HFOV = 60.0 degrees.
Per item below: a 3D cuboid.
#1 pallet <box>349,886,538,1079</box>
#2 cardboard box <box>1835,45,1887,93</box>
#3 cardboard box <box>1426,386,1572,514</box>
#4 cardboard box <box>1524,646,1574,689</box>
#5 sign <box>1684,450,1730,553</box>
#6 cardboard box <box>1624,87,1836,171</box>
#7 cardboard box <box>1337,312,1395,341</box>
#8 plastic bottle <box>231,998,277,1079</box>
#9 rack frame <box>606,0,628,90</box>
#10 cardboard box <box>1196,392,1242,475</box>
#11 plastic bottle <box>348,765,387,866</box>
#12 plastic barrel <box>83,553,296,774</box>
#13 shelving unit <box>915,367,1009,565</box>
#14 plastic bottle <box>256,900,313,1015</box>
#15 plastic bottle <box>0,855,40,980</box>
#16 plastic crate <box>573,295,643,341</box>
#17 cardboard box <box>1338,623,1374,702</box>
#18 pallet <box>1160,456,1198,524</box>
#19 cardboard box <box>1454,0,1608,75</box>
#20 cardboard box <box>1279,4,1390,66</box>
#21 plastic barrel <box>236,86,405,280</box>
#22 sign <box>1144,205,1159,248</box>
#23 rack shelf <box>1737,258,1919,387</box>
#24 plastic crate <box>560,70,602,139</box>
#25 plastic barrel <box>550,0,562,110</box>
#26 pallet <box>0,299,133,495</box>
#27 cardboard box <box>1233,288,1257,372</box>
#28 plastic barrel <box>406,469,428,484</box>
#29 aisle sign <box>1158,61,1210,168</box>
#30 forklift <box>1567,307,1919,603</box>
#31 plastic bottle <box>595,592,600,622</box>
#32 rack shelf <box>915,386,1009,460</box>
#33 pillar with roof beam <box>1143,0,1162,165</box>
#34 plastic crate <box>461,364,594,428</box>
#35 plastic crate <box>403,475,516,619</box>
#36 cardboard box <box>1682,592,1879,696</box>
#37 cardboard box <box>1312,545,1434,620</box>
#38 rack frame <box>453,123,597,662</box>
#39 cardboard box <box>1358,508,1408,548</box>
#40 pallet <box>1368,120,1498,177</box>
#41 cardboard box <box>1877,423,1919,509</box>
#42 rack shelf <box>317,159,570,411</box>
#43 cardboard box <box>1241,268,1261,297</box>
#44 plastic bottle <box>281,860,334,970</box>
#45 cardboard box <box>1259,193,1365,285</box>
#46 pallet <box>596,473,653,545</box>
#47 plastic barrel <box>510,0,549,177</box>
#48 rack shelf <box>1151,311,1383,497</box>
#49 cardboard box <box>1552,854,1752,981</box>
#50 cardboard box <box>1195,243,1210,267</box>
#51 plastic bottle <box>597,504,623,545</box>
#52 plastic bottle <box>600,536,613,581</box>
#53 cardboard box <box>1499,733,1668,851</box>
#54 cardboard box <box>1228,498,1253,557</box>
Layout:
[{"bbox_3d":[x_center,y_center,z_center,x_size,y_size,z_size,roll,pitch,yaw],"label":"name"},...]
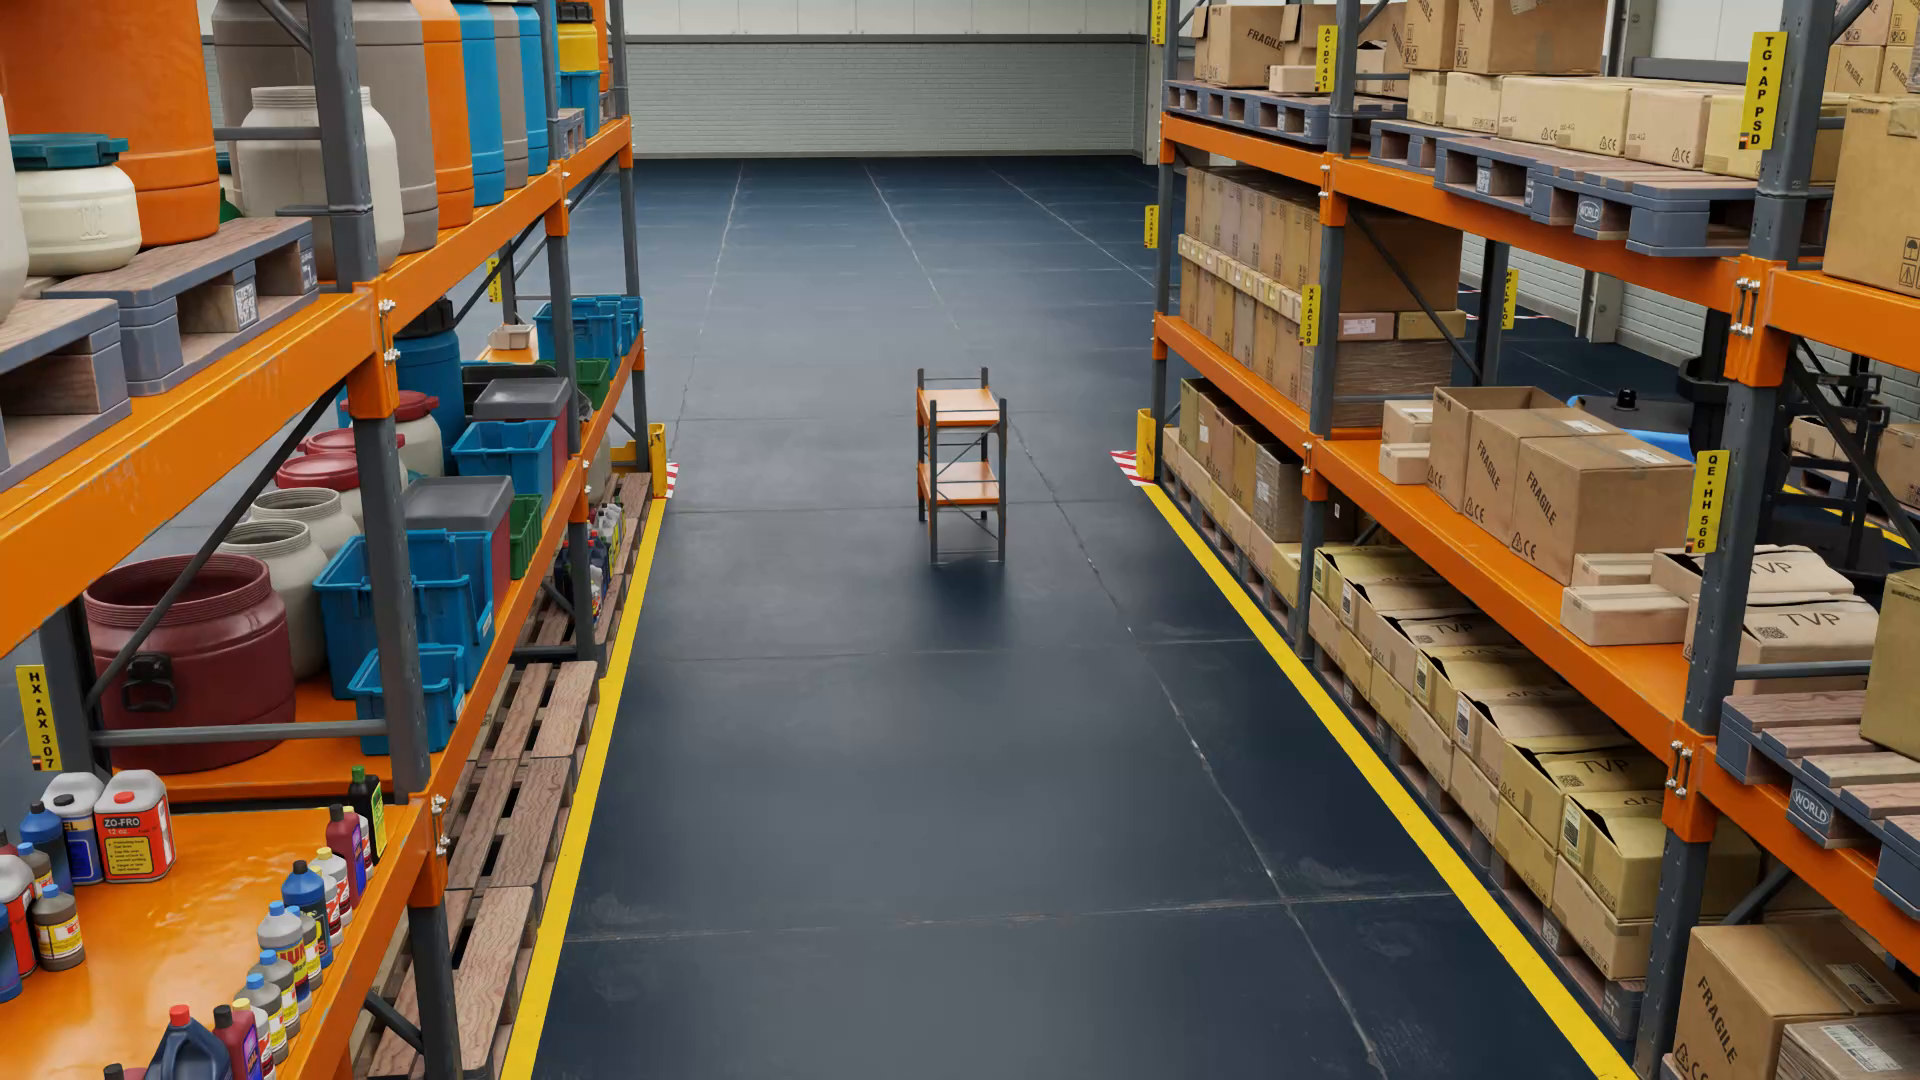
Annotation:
[{"bbox_3d":[-2.124,1.669,6.010,1.003,0.211,1.213,-2,18,-6],"label":"pallet"},{"bbox_3d":[6.752,-3.339,12.097,0.500,0.500,0.500,-1,17,-2],"label":"cardboard box"},{"bbox_3d":[2.550,-0.435,7.887,0.500,0.500,0.500,-1,17,-2],"label":"cardboard box"},{"bbox_3d":[2.916,0.636,7.597,0.500,0.311,0.500,-2,18,-6],"label":"cardboard box"},{"bbox_3d":[2.293,-0.116,5.106,0.100,0.325,0.005,-2,18,-6],"label":"sign"},{"bbox_3d":[2.670,-1.431,5.768,0.500,0.250,0.500,-1,17,-4],"label":"cardboard box"},{"bbox_3d":[2.191,-1.205,9.258,0.380,0.149,0.250,-2,18,-6],"label":"cardboard box"},{"bbox_3d":[-1.529,1.079,3.564,0.097,0.201,0.097,0,17,0],"label":"plastic bottle"},{"bbox_3d":[-2.908,-4.675,11.546,1.000,3.000,0.127,-2,18,-6],"label":"rack frame"},{"bbox_3d":[1.972,-0.747,11.687,0.500,0.500,0.500,-2,18,-6],"label":"cardboard box"},{"bbox_3d":[-1.616,0.733,4.528,0.061,0.283,0.133,-2,18,-6],"label":"plastic bottle"},{"bbox_3d":[-2.432,0.376,5.243,0.600,0.536,0.708,-2,18,-6],"label":"plastic barrel"},{"bbox_3d":[0.001,-0.535,11.502,0.538,1.125,1.048,-2,18,-6],"label":"shelving unit"},{"bbox_3d":[-1.559,0.959,3.830,0.097,0.271,0.097,0,17,0],"label":"plastic bottle"},{"bbox_3d":[-2.312,0.906,3.990,0.152,0.276,0.135,-2,18,-6],"label":"plastic bottle"},{"bbox_3d":[-2.558,-1.602,12.022,0.499,0.251,0.616,-2,18,-6],"label":"plastic crate"},{"bbox_3d":[2.279,0.618,8.589,0.500,0.250,0.500,-1,17,-4],"label":"cardboard box"},{"bbox_3d":[2.140,-0.408,12.625,1.003,0.211,1.213,-2,18,-6],"label":"pallet"},{"bbox_3d":[2.538,-2.337,7.403,0.500,0.500,0.500,0,17,0],"label":"cardboard box"},{"bbox_3d":[2.388,-3.015,10.159,0.797,0.503,0.637,0,17,0],"label":"cardboard box"},{"bbox_3d":[-1.810,-1.016,4.712,0.421,0.512,0.421,0,17,0],"label":"plastic barrel"},{"bbox_3d":[1.467,-2.401,12.738,0.100,0.325,0.005,-2,18,-6],"label":"sign"},{"bbox_3d":[3.051,-0.074,3.097,1.077,0.370,4.000,-2,18,-6],"label":"rack shelf"},{"bbox_3d":[-2.411,-2.678,10.218,0.392,0.384,0.575,-2,18,-6],"label":"plastic crate"},{"bbox_3d":[-2.491,-2.792,9.017,0.600,0.901,0.708,-2,18,-6],"label":"plastic barrel"},{"bbox_3d":[-1.968,-0.147,2.446,1.003,0.211,1.213,-2,18,-6],"label":"pallet"},{"bbox_3d":[2.218,-1.412,11.001,0.700,0.500,0.500,-1,17,-4],"label":"cardboard box"},{"bbox_3d":[-2.511,-0.156,7.398,0.301,0.262,0.301,0,17,0],"label":"plastic barrel"},{"bbox_3d":[1.708,-3.216,12.572,0.394,0.787,0.004,-2,18,-6],"label":"aisle sign"},{"bbox_3d":[5.283,-1.047,10.117,3.031,2.935,1.130,8,19,24],"label":"forklift"},{"bbox_3d":[-2.102,0.365,9.444,0.097,0.201,0.097,0,17,0],"label":"plastic bottle"},{"bbox_3d":[0.001,-0.814,11.415,0.538,0.278,1.000,-2,18,-6],"label":"rack shelf"},{"bbox_3d":[0.503,-13.605,39.988,9.100,9.000,0.400,-2,18,-6],"label":"pillar with roof beam"},{"bbox_3d":[-2.423,-0.752,9.167,0.767,0.338,0.504,-2,18,-6],"label":"plastic crate"},{"bbox_3d":[-1.945,0.049,6.407,0.402,0.464,0.583,-2,18,-6],"label":"plastic crate"},{"bbox_3d":[2.851,0.351,5.700,0.500,0.311,0.500,-1,17,-2],"label":"cardboard box"},{"bbox_3d":[2.227,0.201,8.981,0.500,0.311,0.500,-2,18,-5],"label":"cardboard box"},{"bbox_3d":[-2.495,-0.621,8.649,1.000,3.000,0.127,-2,18,-6],"label":"rack frame"},{"bbox_3d":[2.696,-0.167,9.840,0.500,0.500,0.500,-2,18,-6],"label":"cardboard box"},{"bbox_3d":[2.536,-1.851,7.876,0.805,0.209,1.217,-2,18,-8],"label":"pallet"},{"bbox_3d":[7.013,-0.538,11.821,0.700,0.500,0.500,-3,18,-9],"label":"cardboard box"},{"bbox_3d":[-2.289,-1.114,6.409,1.077,0.370,4.000,-2,18,-6],"label":"rack shelf"},{"bbox_3d":[2.031,-1.662,10.714,0.380,0.149,0.250,-1,17,-4],"label":"cardboard box"},{"bbox_3d":[-1.579,0.901,4.015,0.097,0.271,0.097,0,17,0],"label":"plastic bottle"},{"bbox_3d":[2.276,-1.872,10.299,0.700,0.500,0.500,-2,18,-6],"label":"cardboard box"},{"bbox_3d":[-2.775,-0.219,12.024,1.003,0.211,1.213,-2,18,-6],"label":"pallet"},{"bbox_3d":[-2.227,-2.147,7.663,0.600,0.901,0.708,-2,18,-6],"label":"plastic barrel"},{"bbox_3d":[2.226,-1.026,11.138,1.077,0.370,4.000,-2,18,-6],"label":"rack shelf"},{"bbox_3d":[2.548,1.381,6.161,0.500,0.250,0.500,-1,17,-4],"label":"cardboard box"},{"bbox_3d":[1.900,-2.046,11.936,0.380,0.149,0.250,-2,18,-5],"label":"cardboard box"},{"bbox_3d":[-2.283,-0.114,10.845,0.152,0.276,0.135,-2,18,-5],"label":"plastic bottle"},{"bbox_3d":[-2.161,0.105,10.137,0.061,0.283,0.133,-1,17,-3],"label":"plastic bottle"},{"bbox_3d":[2.486,0.959,6.567,0.500,0.311,0.500,-2,18,-6],"label":"cardboard box"},{"bbox_3d":[2.059,-0.091,10.849,0.500,0.250,0.500,-2,18,-6],"label":"cardboard box"}]
